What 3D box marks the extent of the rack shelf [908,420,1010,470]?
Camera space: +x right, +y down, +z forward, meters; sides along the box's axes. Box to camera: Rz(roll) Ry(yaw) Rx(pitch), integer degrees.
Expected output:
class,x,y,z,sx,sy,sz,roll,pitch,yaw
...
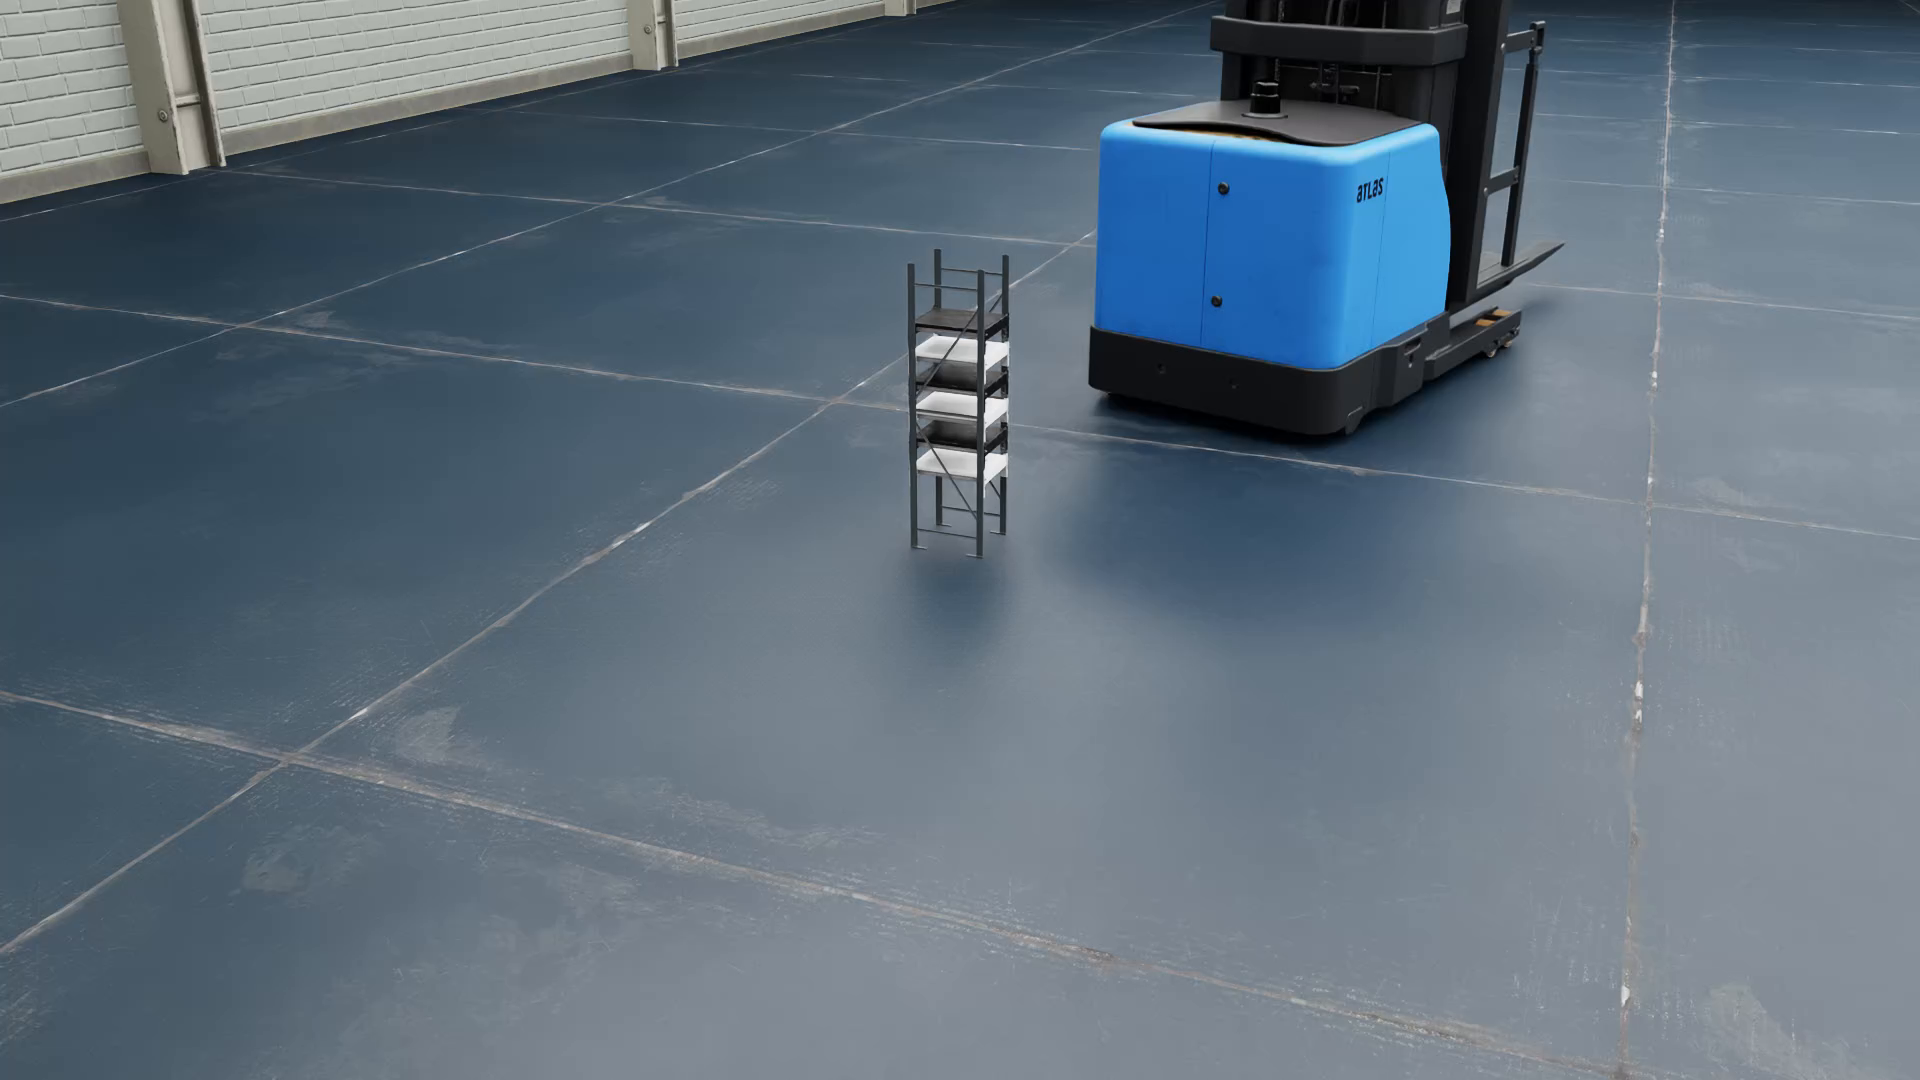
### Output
class,x,y,z,sx,sy,sz,roll,pitch,yaw
rack shelf,-0.003,-0.299,5.117,0.258,0.077,0.200,9,24,20

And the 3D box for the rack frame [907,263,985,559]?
class,x,y,z,sx,sy,sz,roll,pitch,yaw
rack frame,-0.041,-0.376,4.983,0.240,0.900,0.006,9,24,20

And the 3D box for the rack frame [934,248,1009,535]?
class,x,y,z,sx,sy,sz,roll,pitch,yaw
rack frame,0.035,-0.449,5.157,0.240,0.900,0.006,9,24,20

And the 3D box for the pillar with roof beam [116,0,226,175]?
class,x,y,z,sx,sy,sz,roll,pitch,yaw
pillar with roof beam,-1.247,-6.059,8.080,9.100,9.000,0.400,9,24,20

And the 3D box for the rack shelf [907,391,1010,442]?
class,x,y,z,sx,sy,sz,roll,pitch,yaw
rack shelf,-0.003,-0.382,5.082,0.258,0.077,0.200,9,24,20

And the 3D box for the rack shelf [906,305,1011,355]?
class,x,y,z,sx,sy,sz,roll,pitch,yaw
rack shelf,-0.003,-0.631,4.978,0.258,0.077,0.200,9,24,20

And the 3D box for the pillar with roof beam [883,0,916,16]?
class,x,y,z,sx,sy,sz,roll,pitch,yaw
pillar with roof beam,3.211,-10.353,18.361,9.100,9.000,0.400,9,24,20

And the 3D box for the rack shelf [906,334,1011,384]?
class,x,y,z,sx,sy,sz,roll,pitch,yaw
rack shelf,-0.003,-0.548,5.013,0.258,0.077,0.200,9,24,20

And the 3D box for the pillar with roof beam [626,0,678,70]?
class,x,y,z,sx,sy,sz,roll,pitch,yaw
pillar with roof beam,0.982,-8.206,13.221,9.100,9.000,0.400,9,24,20

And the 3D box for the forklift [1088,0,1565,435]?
class,x,y,z,sx,sy,sz,roll,pitch,yaw
forklift,1.796,-2.233,6.793,1.130,2.935,3.031,16,28,34

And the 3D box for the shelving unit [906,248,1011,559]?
class,x,y,z,sx,sy,sz,roll,pitch,yaw
shelving unit,-0.003,-0.412,5.070,0.258,0.900,0.210,9,24,20

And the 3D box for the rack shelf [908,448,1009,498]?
class,x,y,z,sx,sy,sz,roll,pitch,yaw
rack shelf,-0.003,-0.215,5.152,0.258,0.077,0.200,9,24,20

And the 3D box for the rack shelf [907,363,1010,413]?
class,x,y,z,sx,sy,sz,roll,pitch,yaw
rack shelf,-0.003,-0.465,5.048,0.258,0.077,0.200,9,24,20
